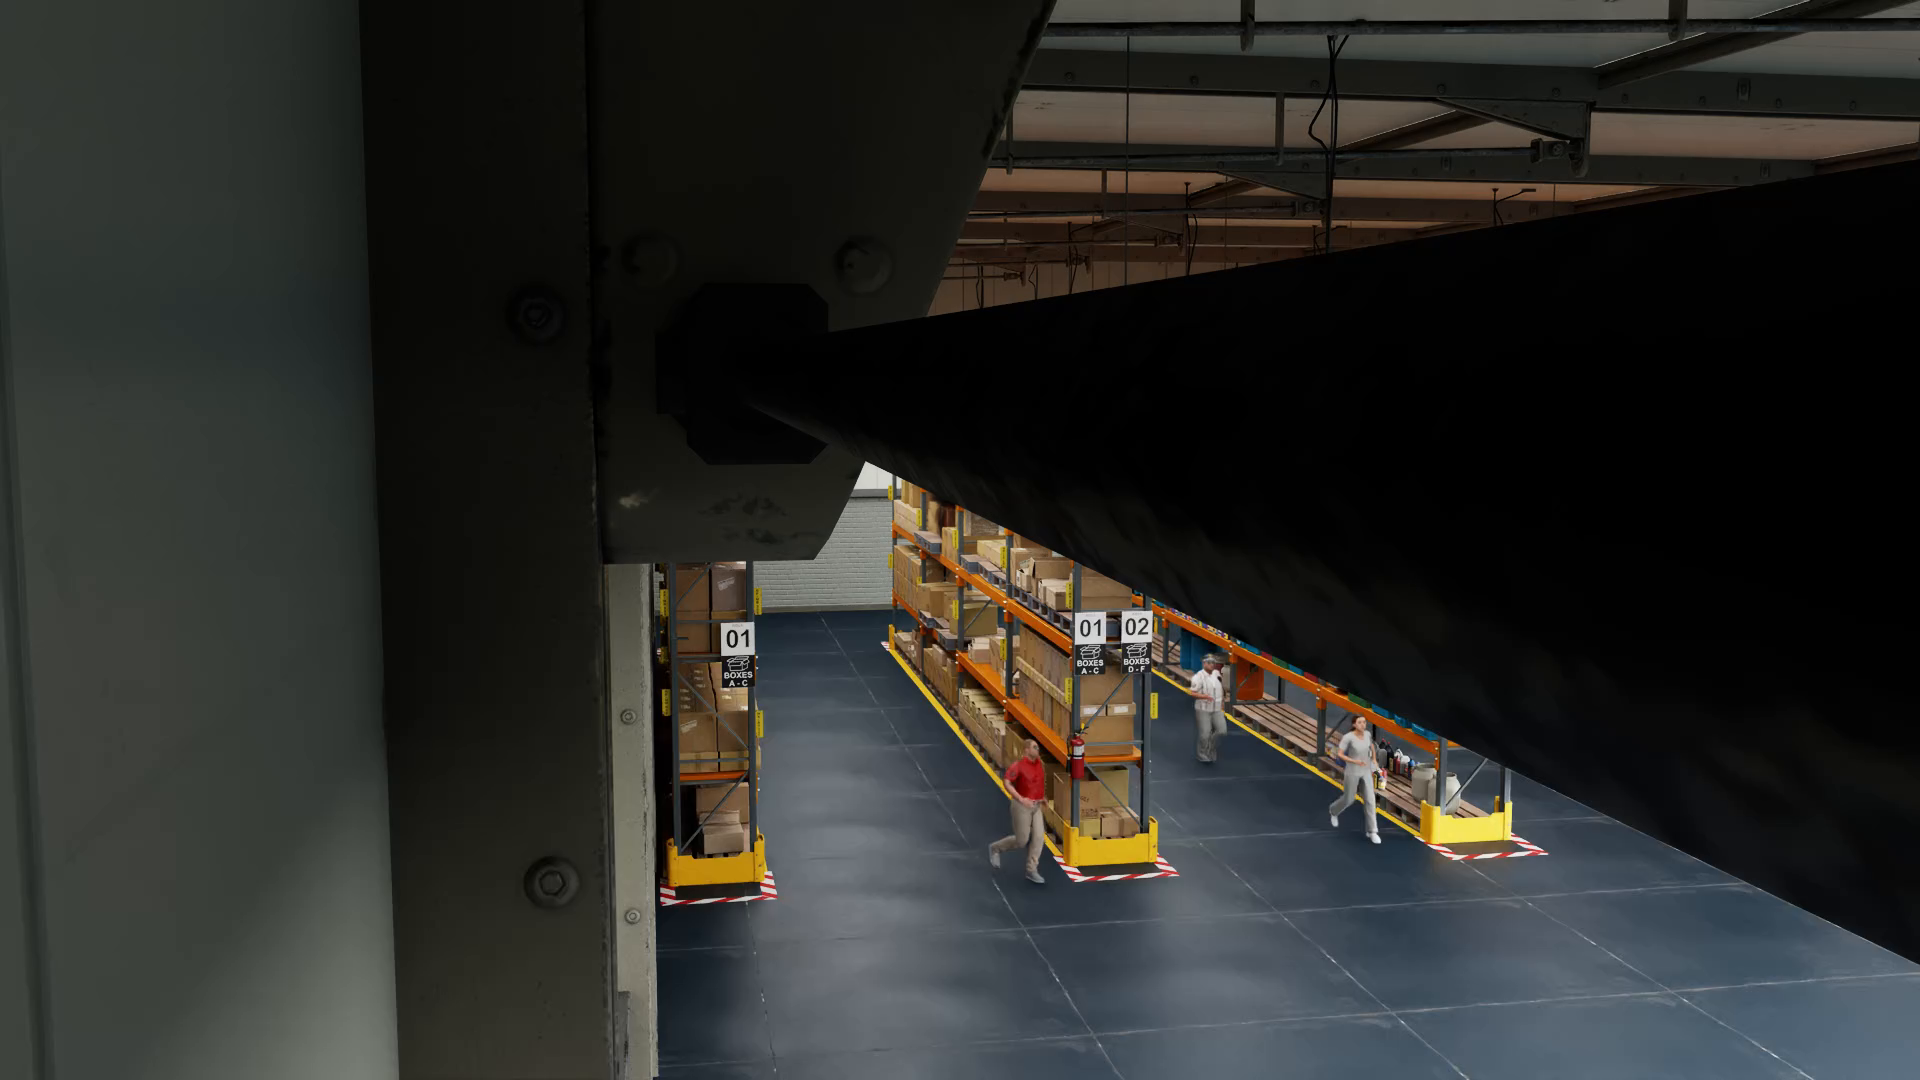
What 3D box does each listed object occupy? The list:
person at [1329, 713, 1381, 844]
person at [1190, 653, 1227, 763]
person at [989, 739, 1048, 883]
[{"bbox_3d":[5.261,3.102,22.048,0.613,1.662,0.982,-2,6,-16],"label":"person"},{"bbox_3d":[3.934,2.651,26.037,0.640,1.755,0.645,-2,7,-19],"label":"person"},{"bbox_3d":[0.842,3.291,20.467,0.845,1.674,0.719,6,8,42],"label":"person"}]
